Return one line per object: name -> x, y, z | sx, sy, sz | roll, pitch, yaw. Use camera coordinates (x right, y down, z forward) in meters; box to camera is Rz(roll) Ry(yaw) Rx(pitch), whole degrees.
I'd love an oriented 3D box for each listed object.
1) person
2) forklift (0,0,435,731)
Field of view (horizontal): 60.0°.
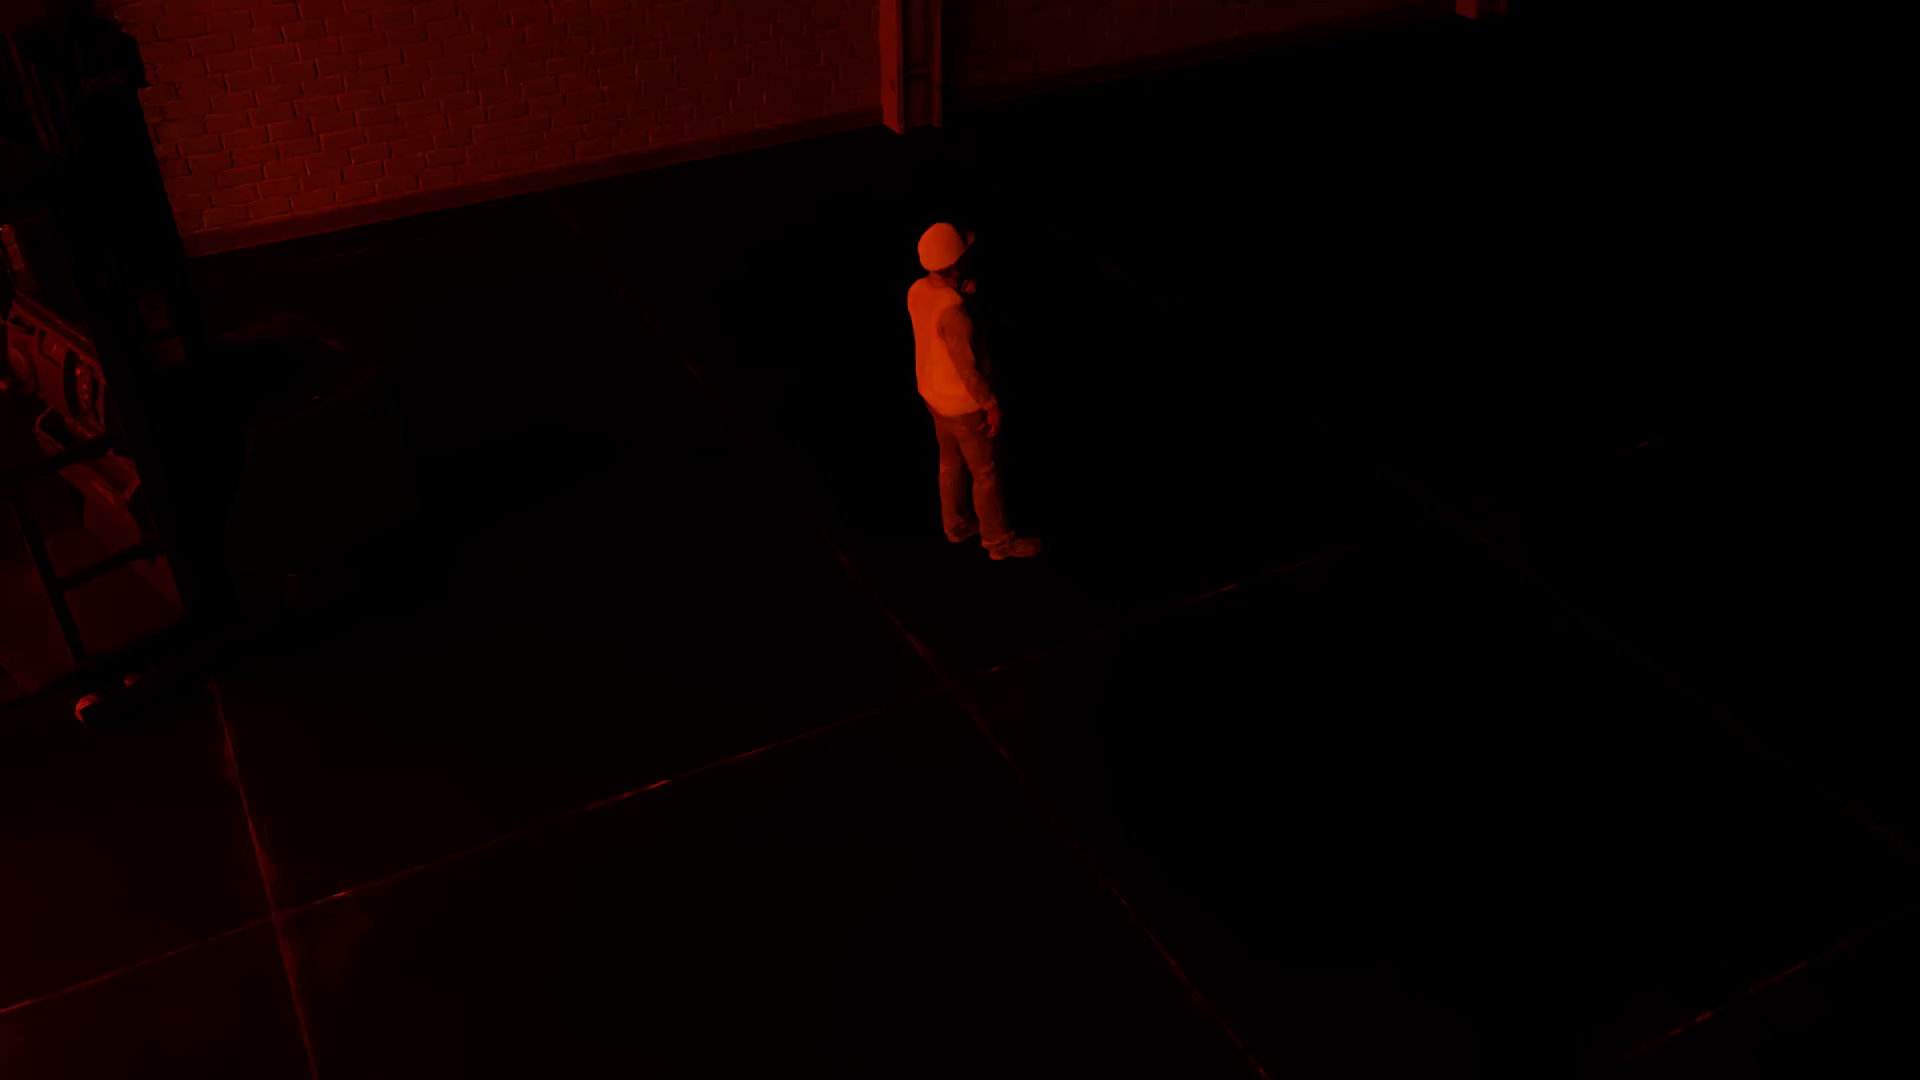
person -> 0.059, -0.743, 8.164 | 0.567, 1.773, 0.632 | -17, 39, -23
forklift -> -4.050, -0.682, 7.088 | 1.130, 2.935, 3.031 | 27, 44, 33
